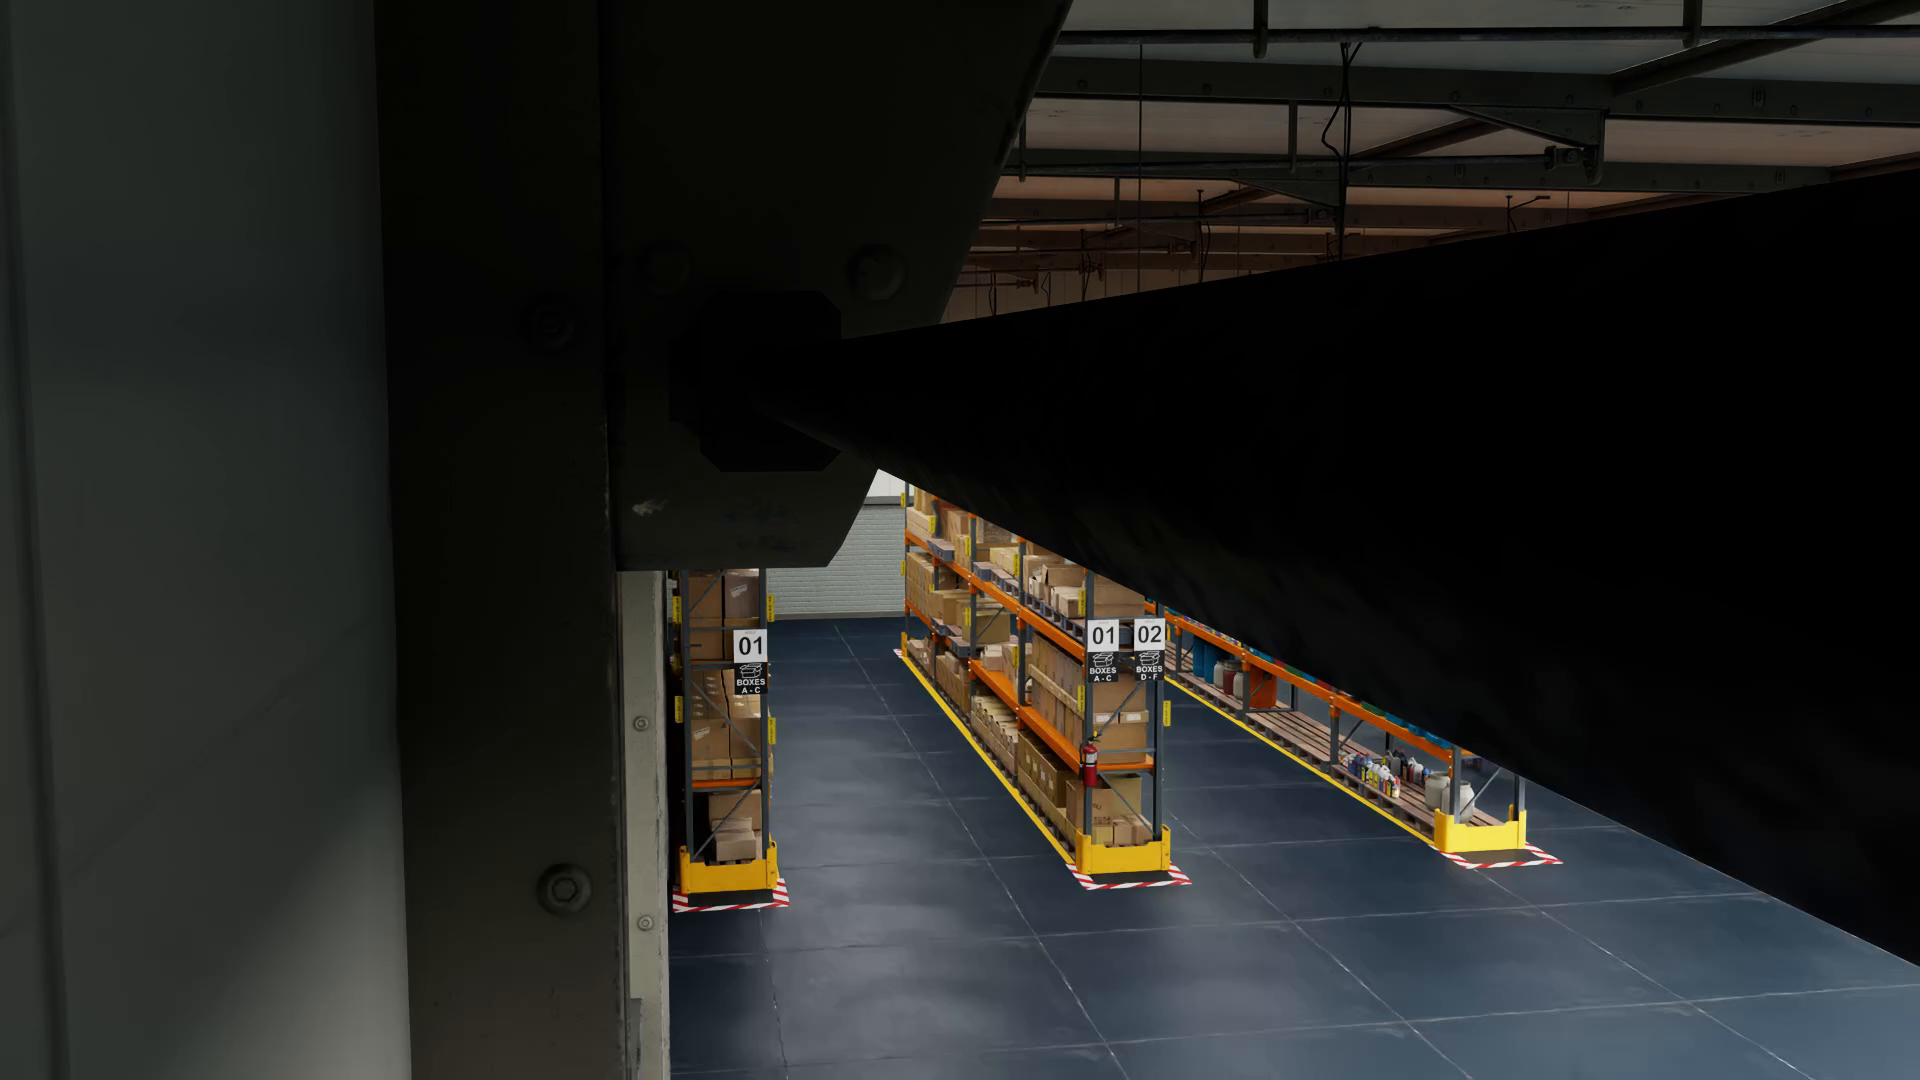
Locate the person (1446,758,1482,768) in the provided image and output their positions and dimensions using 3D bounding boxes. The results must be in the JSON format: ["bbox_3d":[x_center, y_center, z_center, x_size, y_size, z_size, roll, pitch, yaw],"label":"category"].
[{"bbox_3d":[8.093,2.820,26.380,0.500,1.682,0.606,-2,6,-16],"label":"person"}]
